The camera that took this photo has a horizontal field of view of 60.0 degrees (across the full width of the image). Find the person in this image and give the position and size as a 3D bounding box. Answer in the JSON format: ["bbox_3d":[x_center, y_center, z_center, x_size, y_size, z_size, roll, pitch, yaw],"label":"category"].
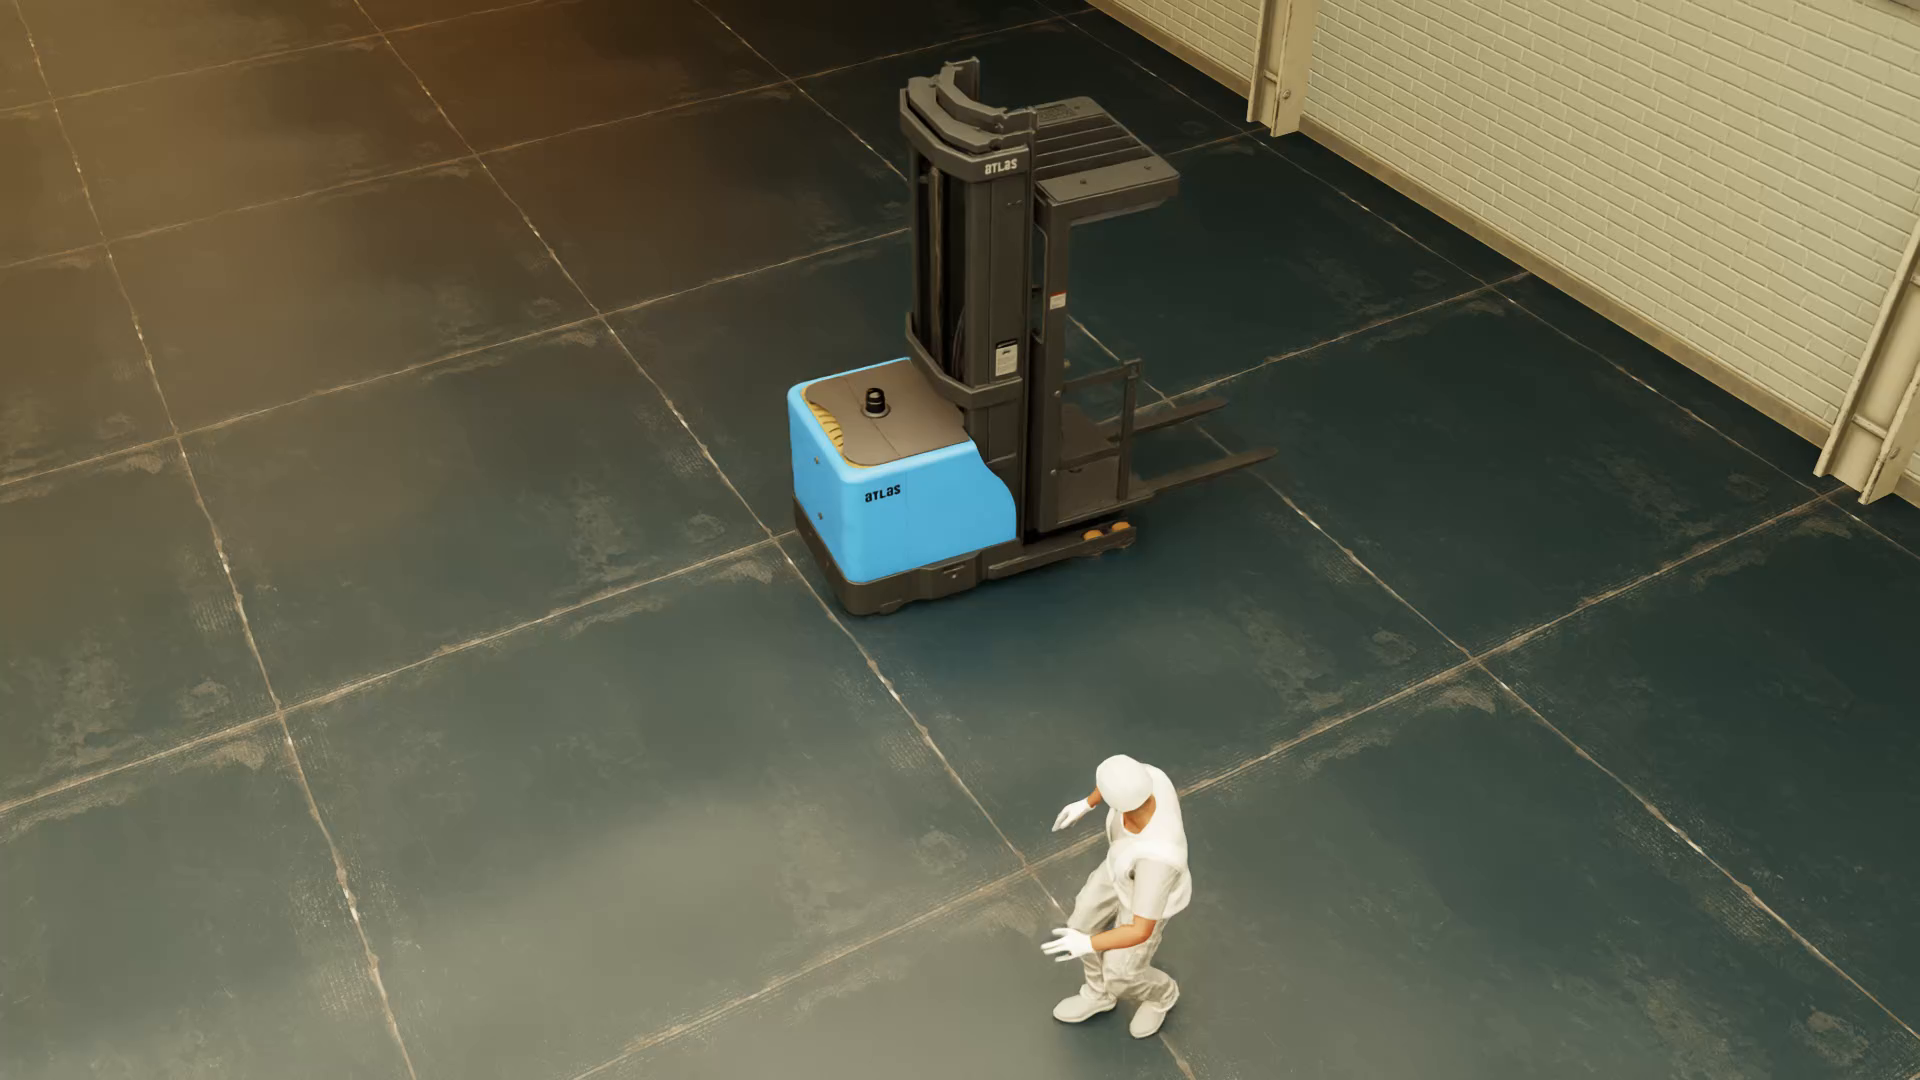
[{"bbox_3d":[0.618,1.531,7.179,0.763,1.657,0.862,-12,41,-14],"label":"person"}]

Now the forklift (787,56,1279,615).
[{"bbox_3d":[0.532,-1.315,9.622,3.031,2.935,1.130,-16,42,-19],"label":"forklift"}]
